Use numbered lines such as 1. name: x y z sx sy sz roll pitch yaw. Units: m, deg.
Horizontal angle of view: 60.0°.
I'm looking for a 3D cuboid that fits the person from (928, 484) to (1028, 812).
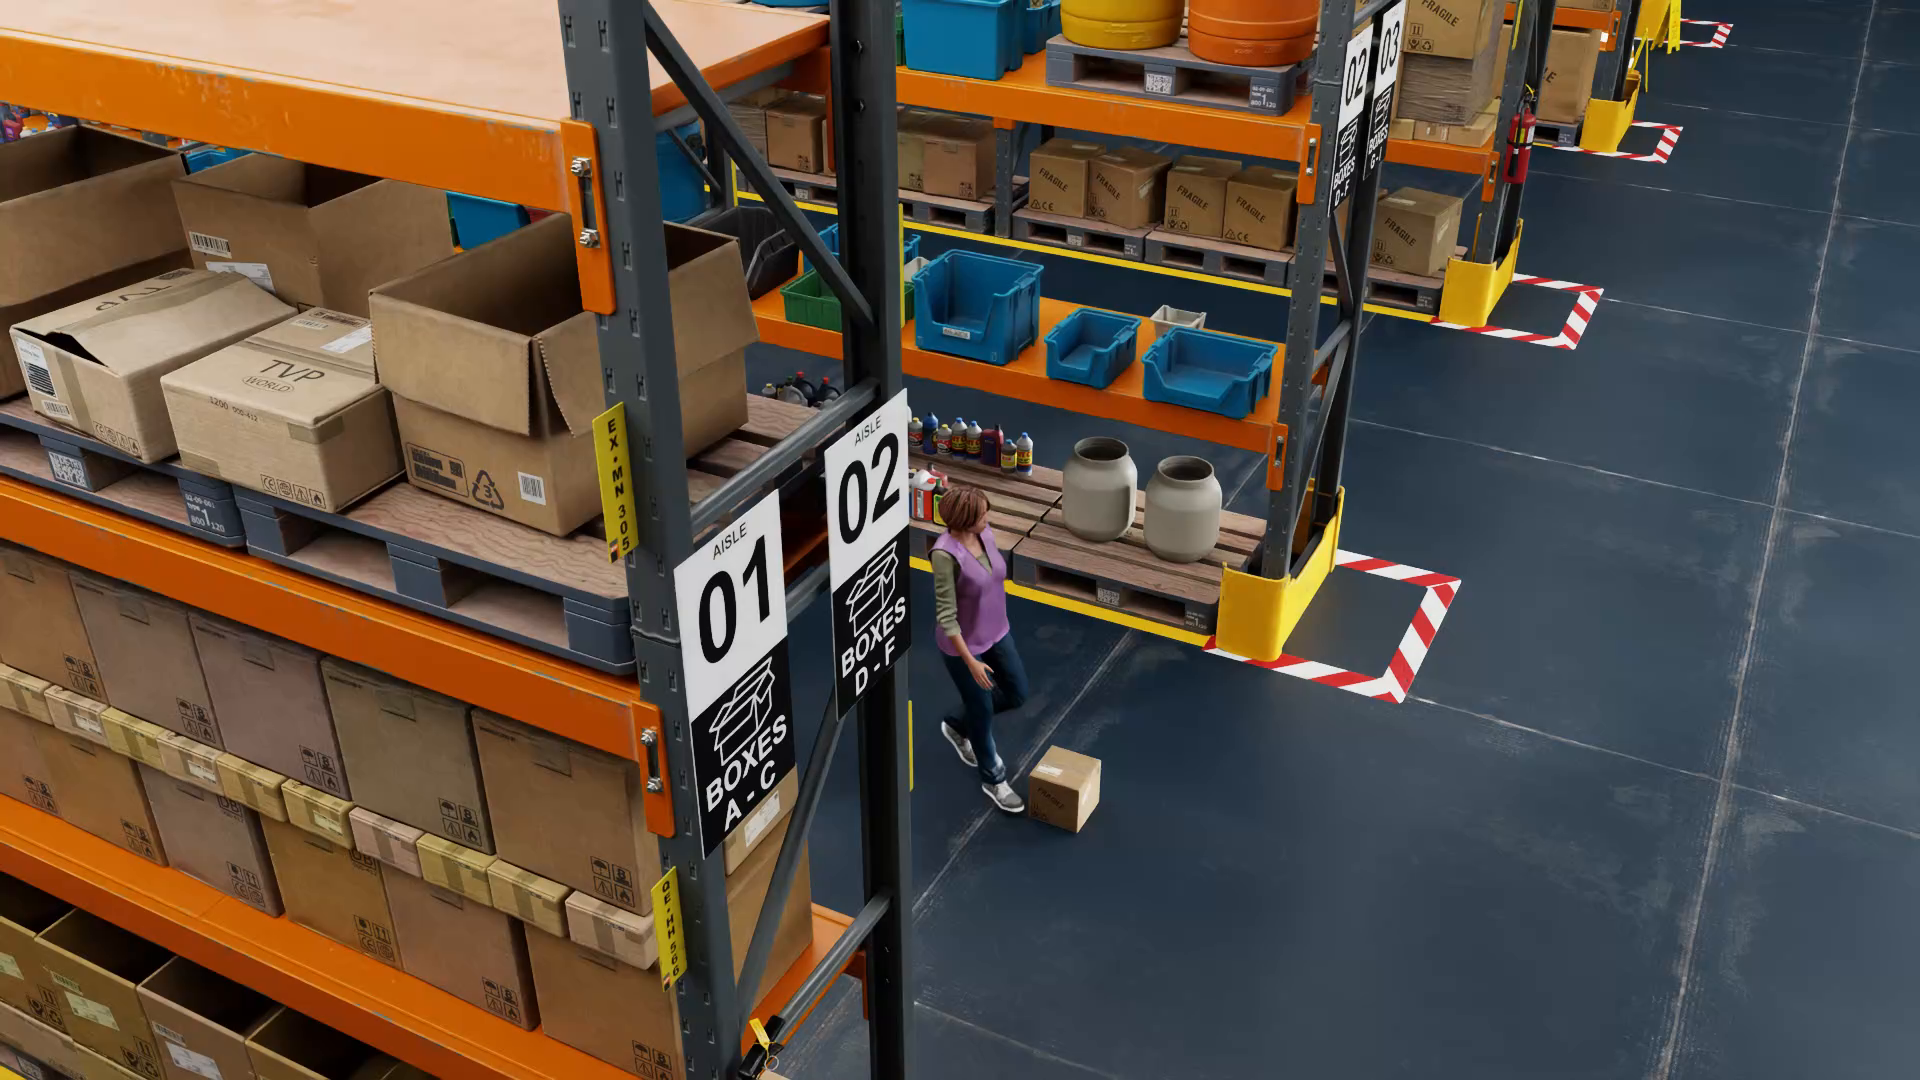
1. person: 0.104 0.477 7.467 0.554 1.586 0.485 22 37 33
